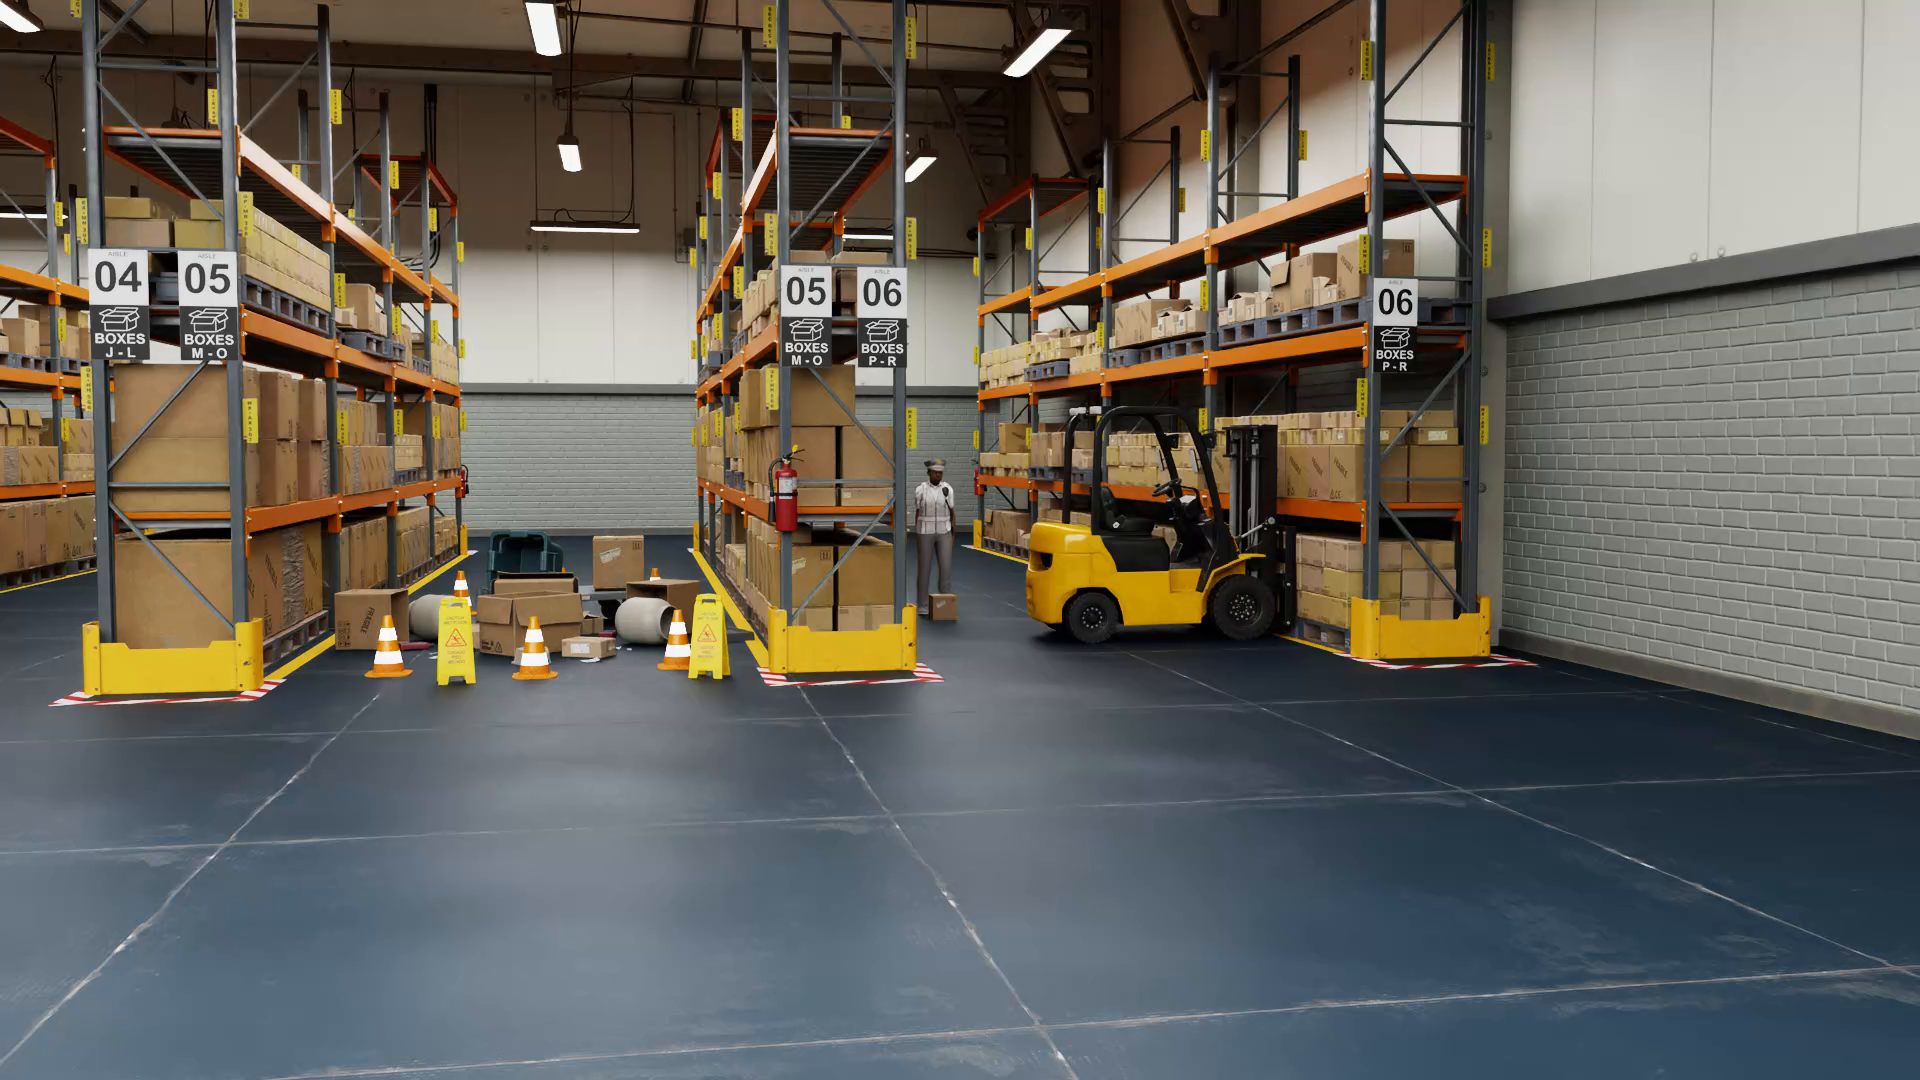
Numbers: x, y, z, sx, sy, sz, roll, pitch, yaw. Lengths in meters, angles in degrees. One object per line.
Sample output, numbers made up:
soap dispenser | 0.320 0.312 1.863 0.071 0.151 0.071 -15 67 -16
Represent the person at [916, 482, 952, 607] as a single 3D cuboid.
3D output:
person | -0.279 0.050 17.746 0.387 1.350 0.324 -1 3 -10
